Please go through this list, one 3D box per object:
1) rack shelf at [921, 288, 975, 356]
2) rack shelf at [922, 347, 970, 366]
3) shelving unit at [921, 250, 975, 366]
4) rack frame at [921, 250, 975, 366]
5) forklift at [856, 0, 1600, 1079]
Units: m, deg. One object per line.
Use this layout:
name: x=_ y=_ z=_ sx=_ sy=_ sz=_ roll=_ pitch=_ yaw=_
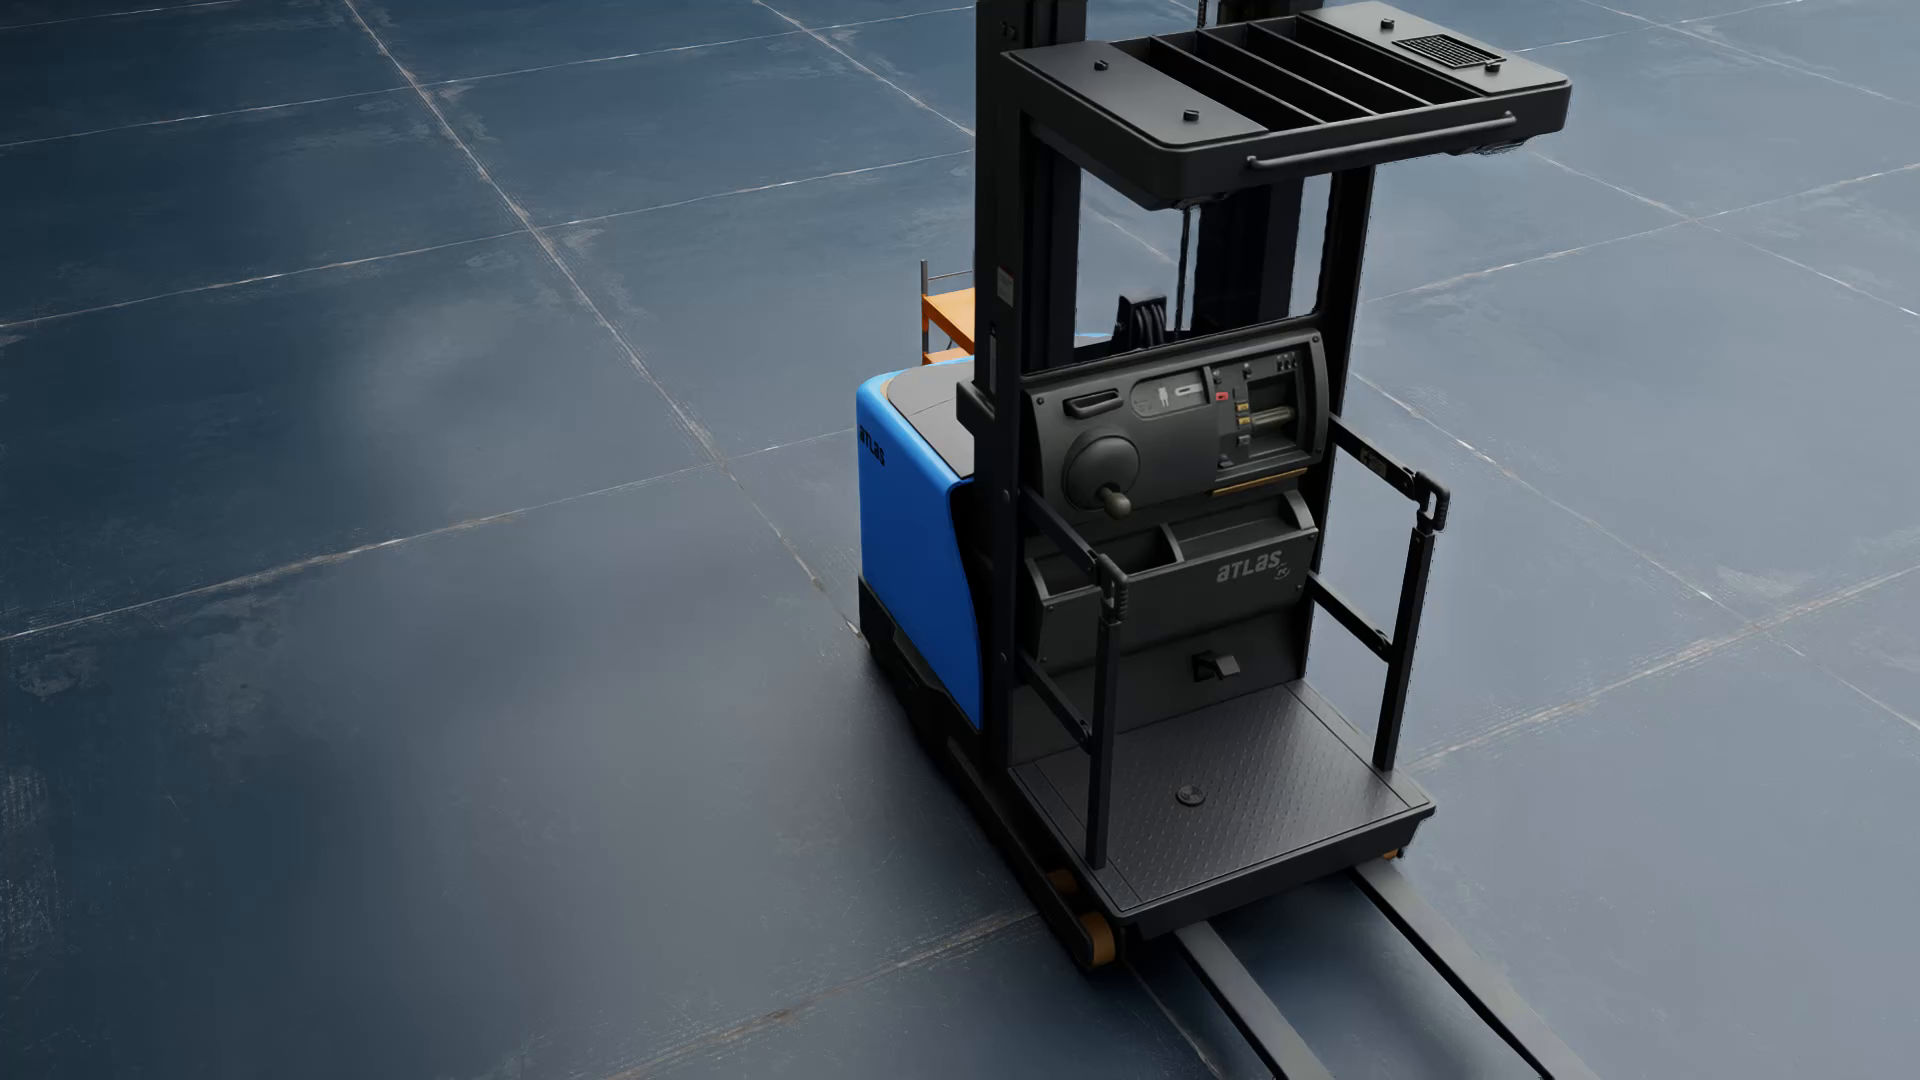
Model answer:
rack shelf: x=0.073 y=-0.767 z=6.106 sx=0.258 sy=0.148 sz=0.480 roll=-15 pitch=35 yaw=-21
rack shelf: x=0.073 y=-0.568 z=6.234 sx=0.258 sy=0.148 sz=0.480 roll=-15 pitch=35 yaw=-21
shelving unit: x=0.073 y=-0.436 z=6.318 sx=0.258 sy=1.200 sz=0.503 roll=-15 pitch=35 yaw=-21
rack frame: x=-0.033 y=-0.555 z=6.504 sx=0.240 sy=1.200 sz=0.015 roll=-15 pitch=35 yaw=-21
forklift: x=0.714 y=-0.266 z=4.448 sx=1.130 sy=2.935 sz=3.031 roll=-14 pitch=35 yaw=-21
